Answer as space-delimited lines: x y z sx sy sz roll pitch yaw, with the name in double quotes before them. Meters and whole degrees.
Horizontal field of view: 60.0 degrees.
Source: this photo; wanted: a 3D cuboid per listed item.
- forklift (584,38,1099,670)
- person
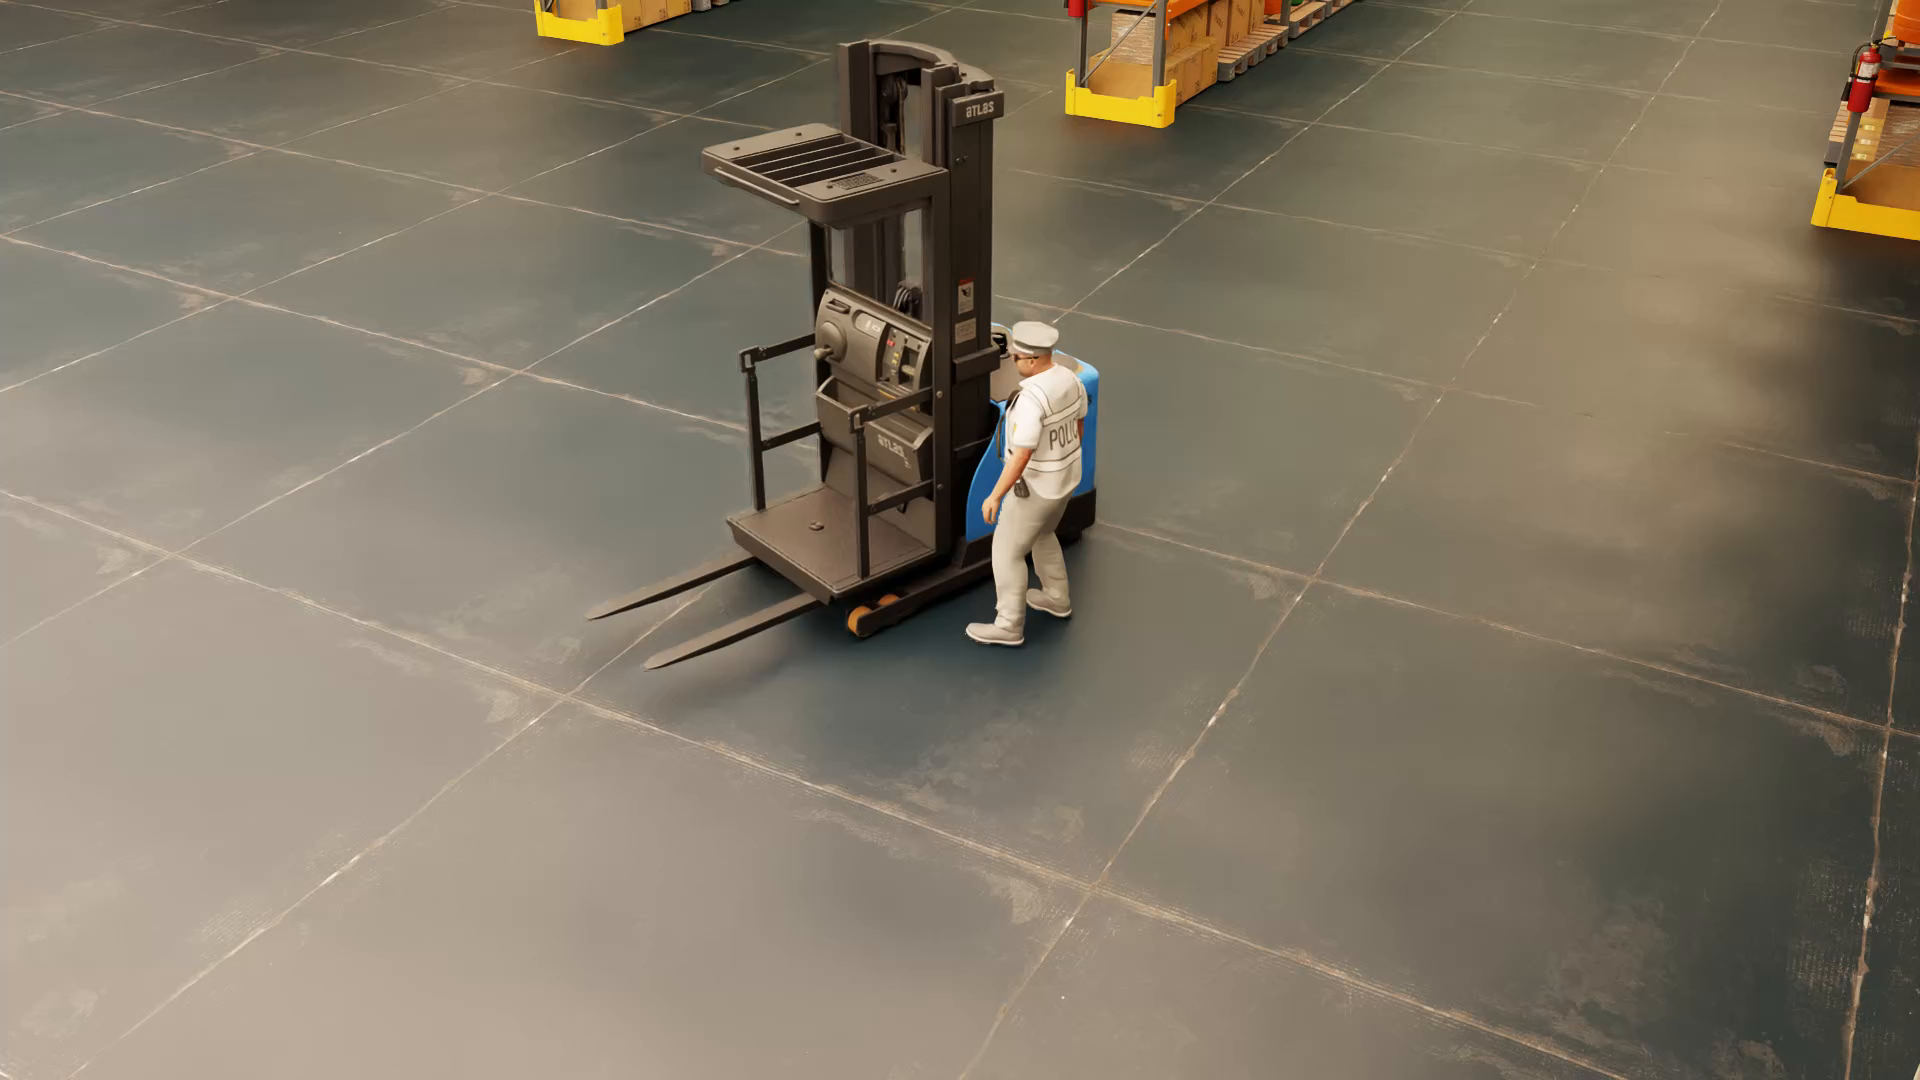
"forklift" -0.635 -1.036 8.867 3.031 2.935 1.130 -23 37 -34
"person" 0.391 -0.319 8.821 0.450 1.733 0.749 17 34 26
